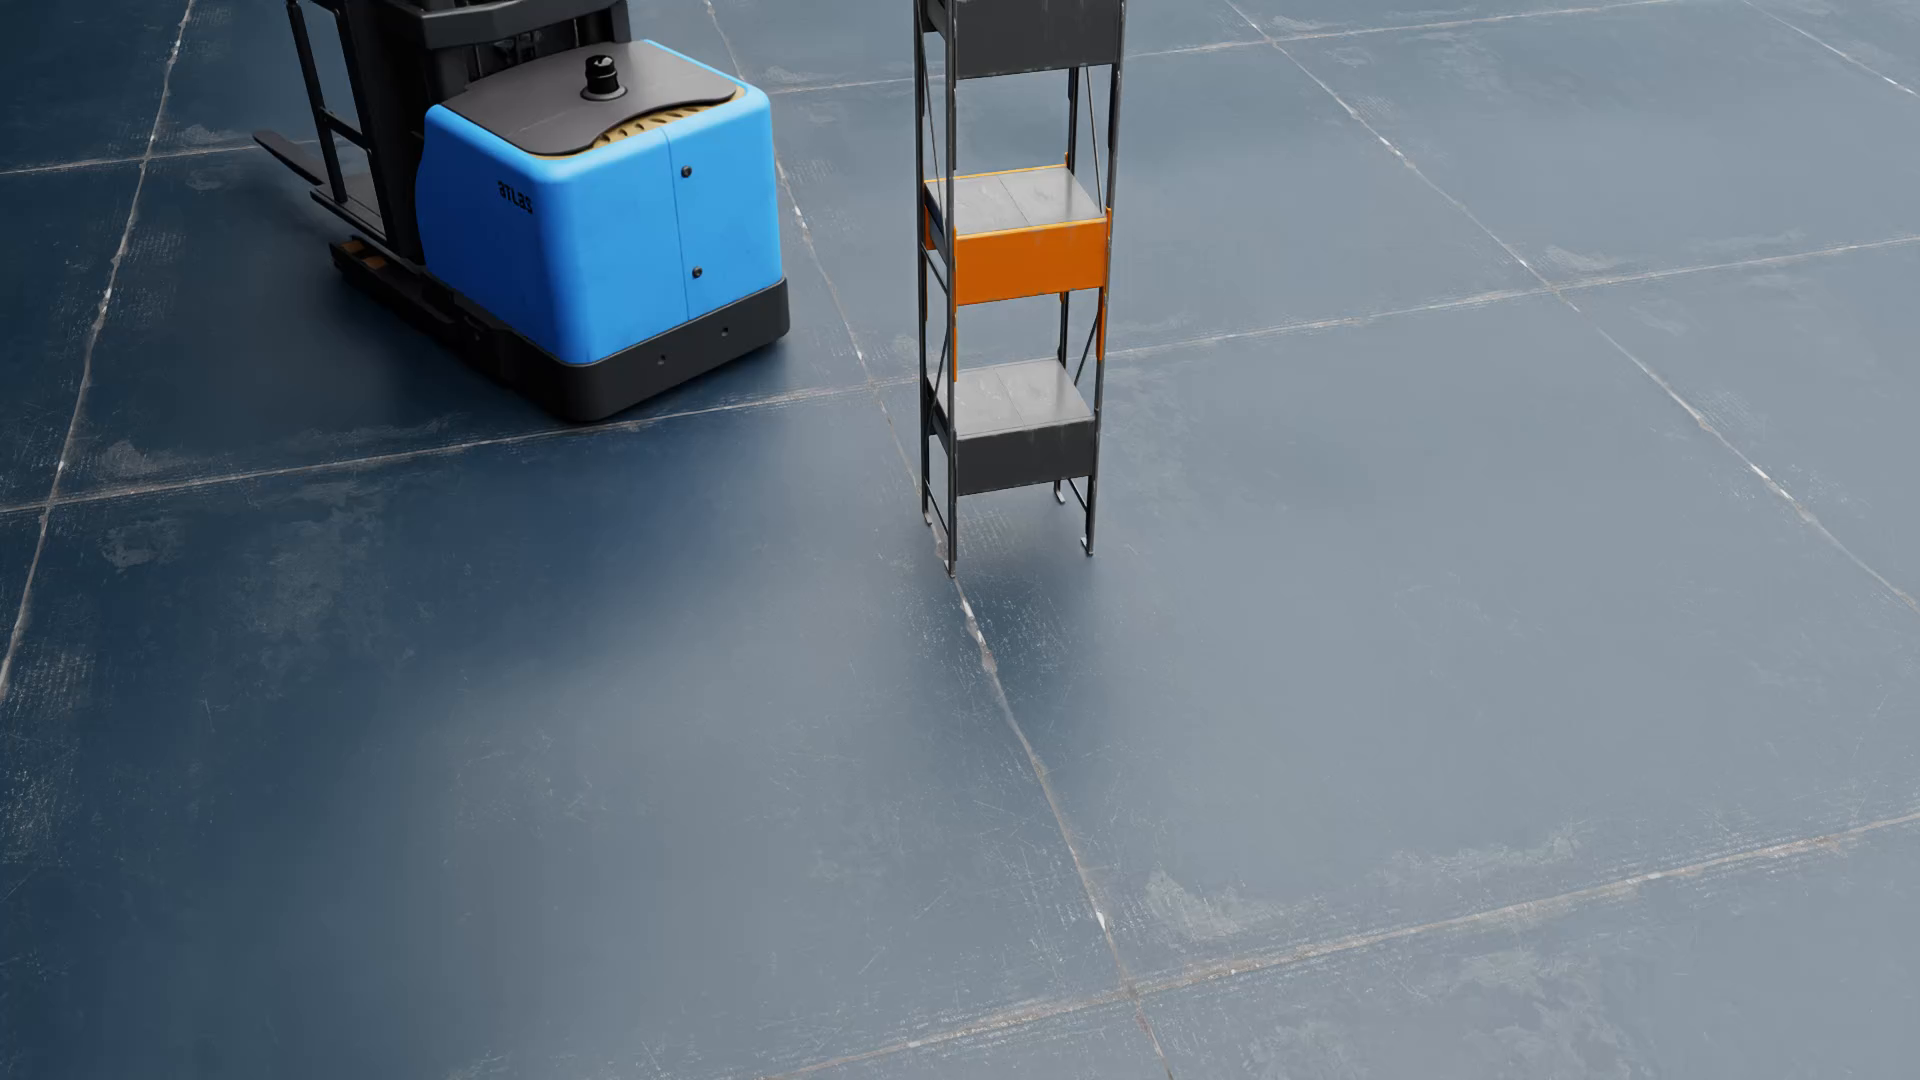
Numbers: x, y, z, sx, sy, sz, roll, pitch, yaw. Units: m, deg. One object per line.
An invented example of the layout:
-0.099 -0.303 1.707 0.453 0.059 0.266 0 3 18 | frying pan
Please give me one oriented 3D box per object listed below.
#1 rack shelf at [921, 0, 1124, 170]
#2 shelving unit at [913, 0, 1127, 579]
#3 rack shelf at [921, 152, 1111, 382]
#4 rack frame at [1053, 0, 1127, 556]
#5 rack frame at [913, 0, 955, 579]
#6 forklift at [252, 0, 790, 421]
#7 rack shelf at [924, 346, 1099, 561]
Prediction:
0.160 -1.405 4.729 0.480 0.518 0.431 -9 38 -12 | rack shelf
0.160 -0.860 5.146 0.503 2.100 0.431 -9 38 -12 | shelving unit
0.160 -0.849 5.155 0.480 0.518 0.431 -9 38 -12 | rack shelf
0.395 -0.899 5.197 0.015 2.100 0.400 -9 38 -12 | rack frame
-0.076 -0.822 5.096 0.015 2.100 0.400 -9 38 -12 | rack frame
-2.077 -2.406 6.483 1.130 2.935 3.031 -31 47 -34 | forklift
0.160 -0.293 5.580 0.480 0.518 0.431 -9 38 -12 | rack shelf
